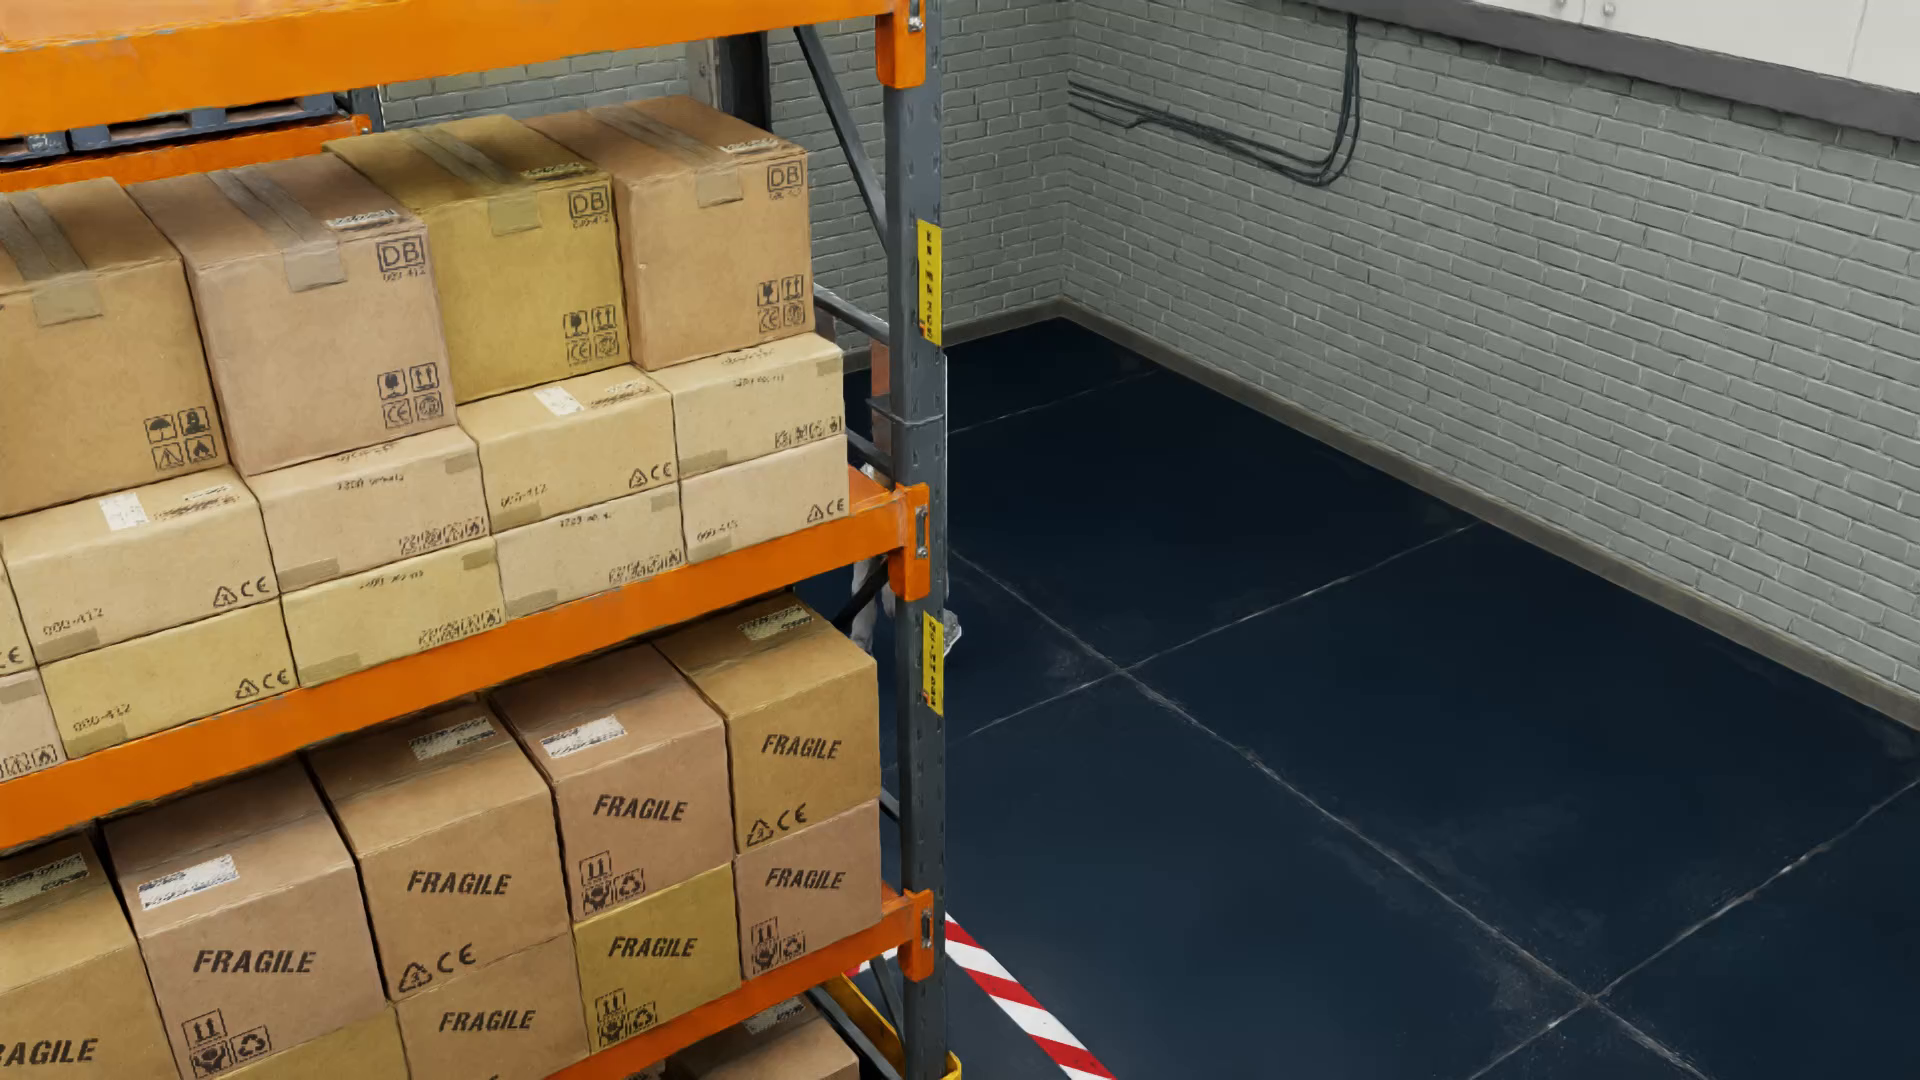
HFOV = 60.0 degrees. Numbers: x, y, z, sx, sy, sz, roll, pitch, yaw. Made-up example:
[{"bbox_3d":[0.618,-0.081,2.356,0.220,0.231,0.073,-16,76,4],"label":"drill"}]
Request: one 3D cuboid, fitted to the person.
[{"bbox_3d":[-0.377,0.000,8.625,0.772,1.570,0.425,-15,32,-25],"label":"person"}]
